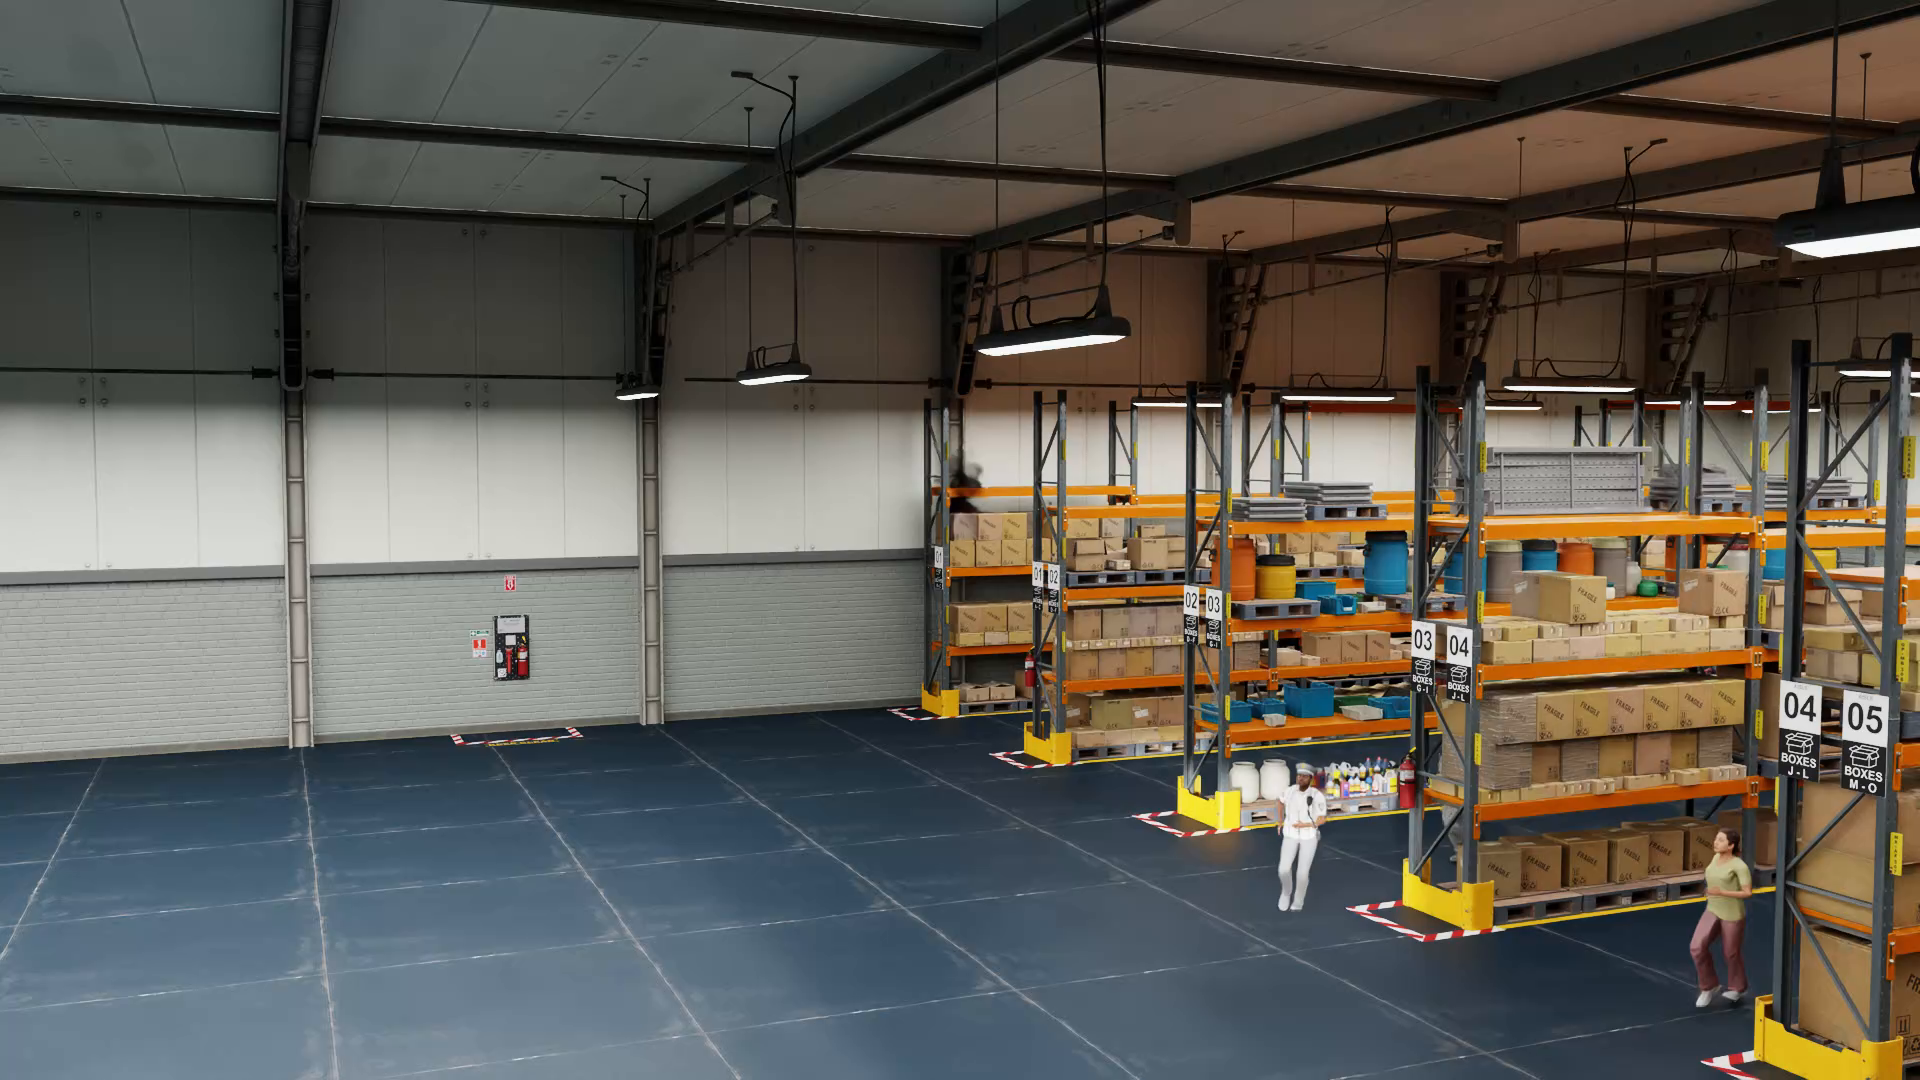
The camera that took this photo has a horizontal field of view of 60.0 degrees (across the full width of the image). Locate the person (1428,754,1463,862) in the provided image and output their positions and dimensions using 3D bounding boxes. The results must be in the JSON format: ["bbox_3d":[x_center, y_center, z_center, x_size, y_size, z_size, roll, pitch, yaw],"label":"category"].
[{"bbox_3d":[6.029,3.135,20.390,0.522,1.640,0.589,-2,4,-30],"label":"person"}]

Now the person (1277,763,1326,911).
[{"bbox_3d":[3.709,3.253,18.169,0.569,1.664,0.582,1,4,20],"label":"person"}]

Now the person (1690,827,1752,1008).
[{"bbox_3d":[6.987,3.447,15.142,0.702,1.690,0.551,-2,4,-25],"label":"person"}]
